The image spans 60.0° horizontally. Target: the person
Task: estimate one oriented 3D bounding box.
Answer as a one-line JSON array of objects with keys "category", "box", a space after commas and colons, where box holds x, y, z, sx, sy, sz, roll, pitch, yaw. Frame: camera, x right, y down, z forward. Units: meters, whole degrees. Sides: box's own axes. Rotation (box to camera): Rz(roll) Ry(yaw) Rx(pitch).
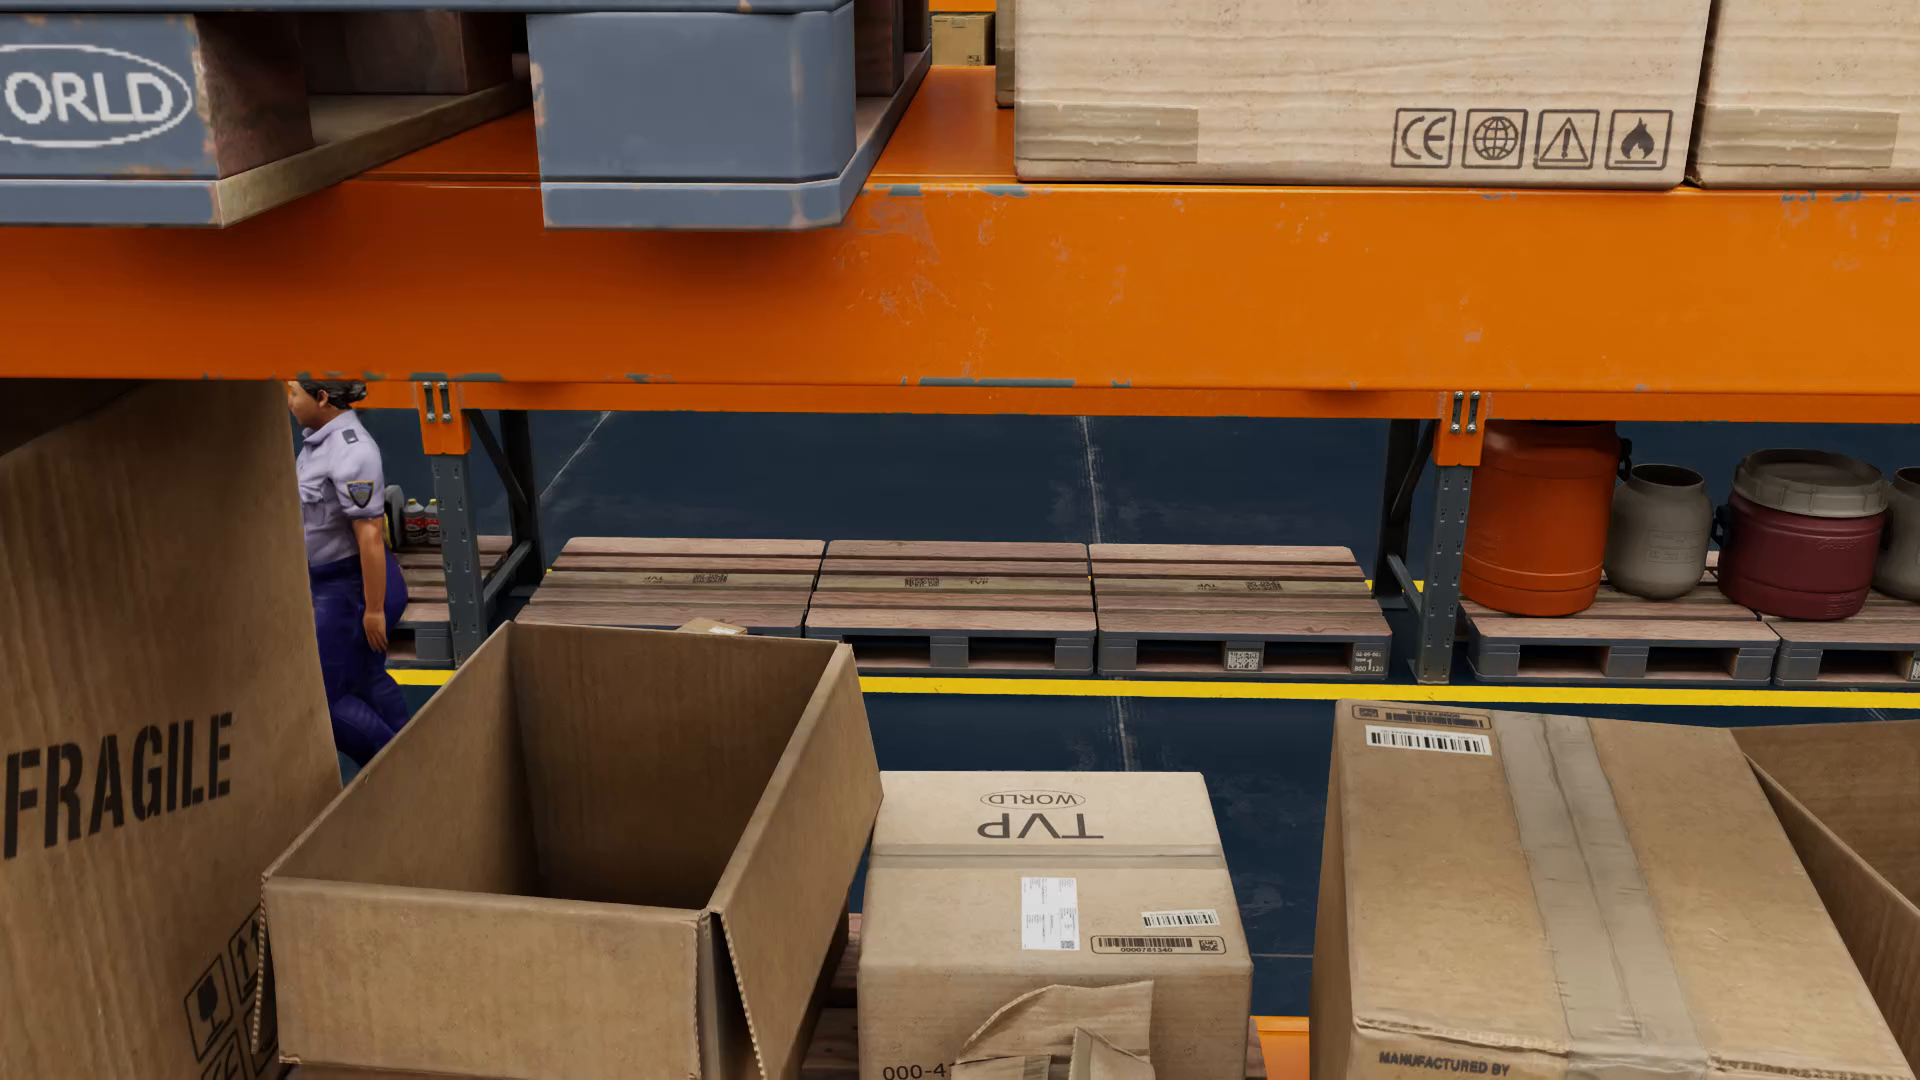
[{"category": "person", "box": [-2.075, 0.194, 5.561, 0.429, 1.674, 0.508, -11, 23, -26]}]
